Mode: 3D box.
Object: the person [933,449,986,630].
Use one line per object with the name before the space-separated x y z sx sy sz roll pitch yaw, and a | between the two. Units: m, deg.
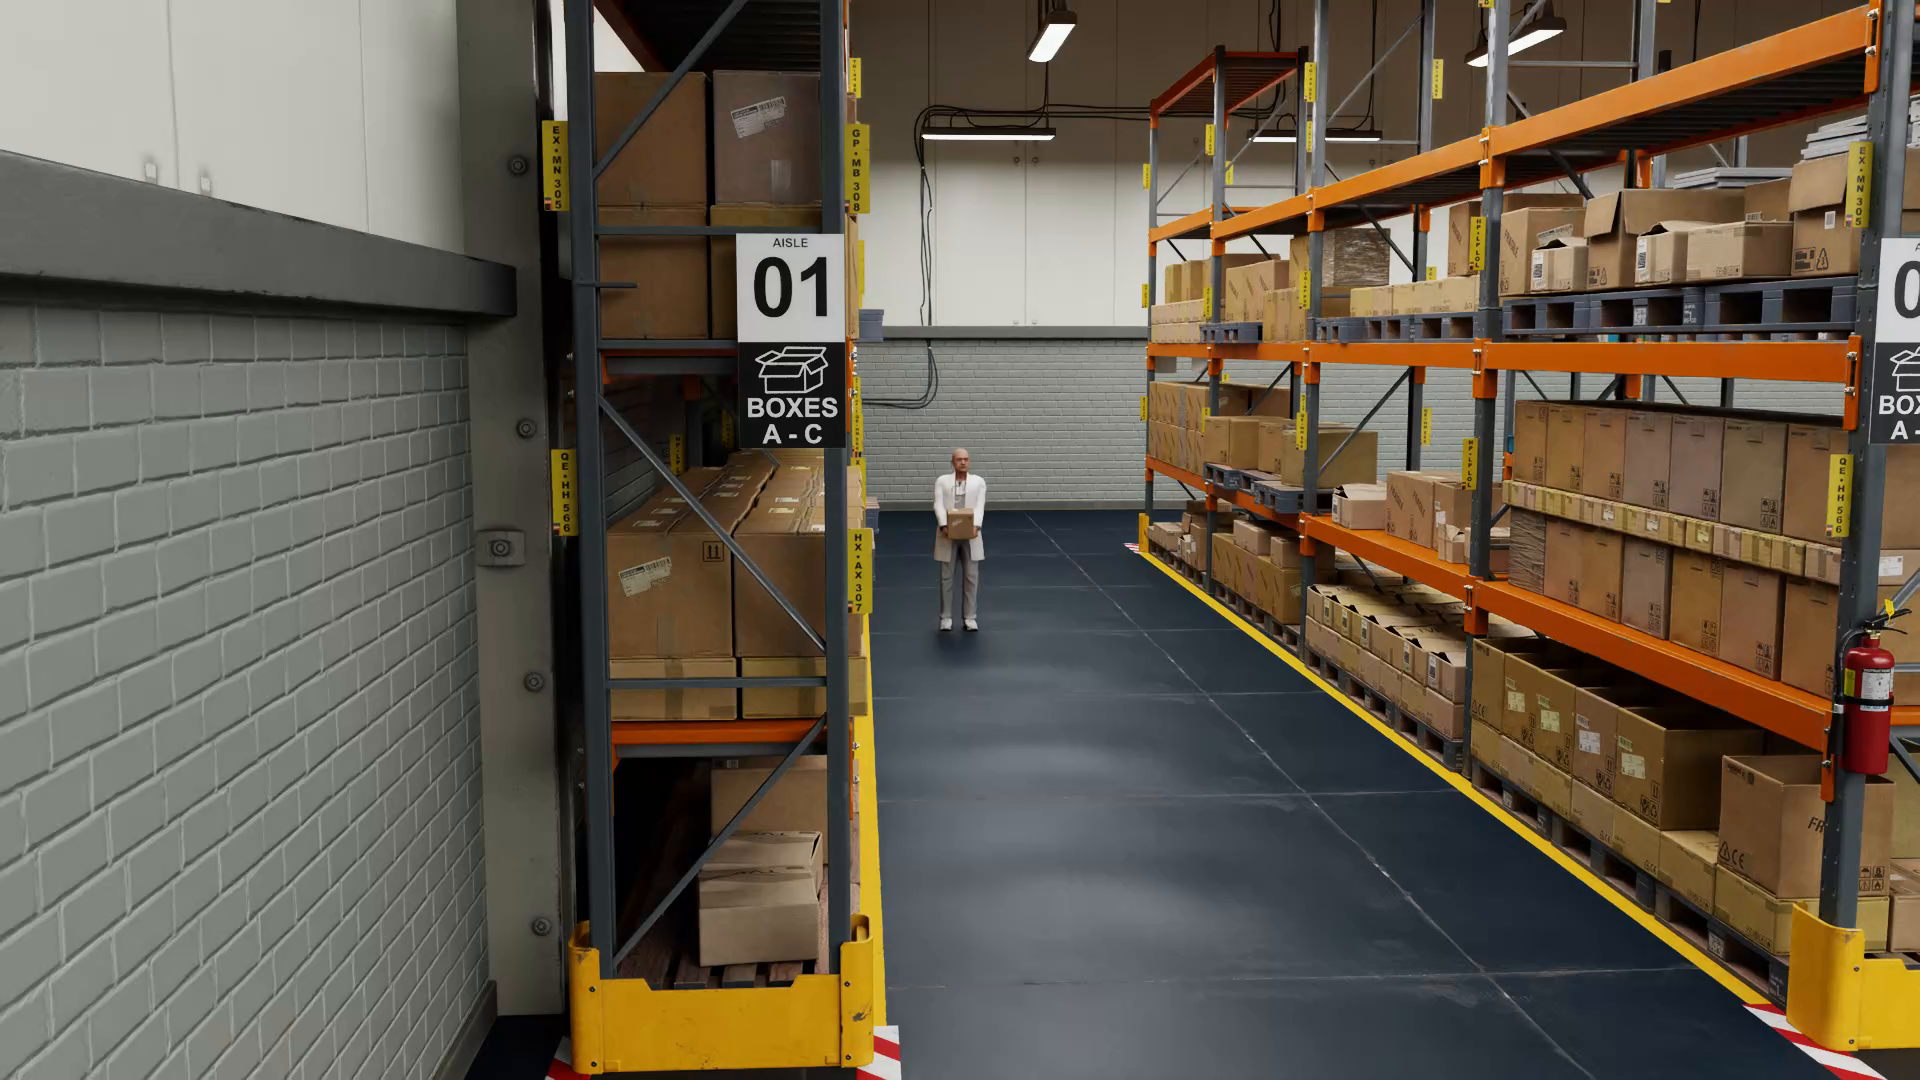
person | 0.004 0.001 16.318 0.528 1.771 0.563 0 7 -3
